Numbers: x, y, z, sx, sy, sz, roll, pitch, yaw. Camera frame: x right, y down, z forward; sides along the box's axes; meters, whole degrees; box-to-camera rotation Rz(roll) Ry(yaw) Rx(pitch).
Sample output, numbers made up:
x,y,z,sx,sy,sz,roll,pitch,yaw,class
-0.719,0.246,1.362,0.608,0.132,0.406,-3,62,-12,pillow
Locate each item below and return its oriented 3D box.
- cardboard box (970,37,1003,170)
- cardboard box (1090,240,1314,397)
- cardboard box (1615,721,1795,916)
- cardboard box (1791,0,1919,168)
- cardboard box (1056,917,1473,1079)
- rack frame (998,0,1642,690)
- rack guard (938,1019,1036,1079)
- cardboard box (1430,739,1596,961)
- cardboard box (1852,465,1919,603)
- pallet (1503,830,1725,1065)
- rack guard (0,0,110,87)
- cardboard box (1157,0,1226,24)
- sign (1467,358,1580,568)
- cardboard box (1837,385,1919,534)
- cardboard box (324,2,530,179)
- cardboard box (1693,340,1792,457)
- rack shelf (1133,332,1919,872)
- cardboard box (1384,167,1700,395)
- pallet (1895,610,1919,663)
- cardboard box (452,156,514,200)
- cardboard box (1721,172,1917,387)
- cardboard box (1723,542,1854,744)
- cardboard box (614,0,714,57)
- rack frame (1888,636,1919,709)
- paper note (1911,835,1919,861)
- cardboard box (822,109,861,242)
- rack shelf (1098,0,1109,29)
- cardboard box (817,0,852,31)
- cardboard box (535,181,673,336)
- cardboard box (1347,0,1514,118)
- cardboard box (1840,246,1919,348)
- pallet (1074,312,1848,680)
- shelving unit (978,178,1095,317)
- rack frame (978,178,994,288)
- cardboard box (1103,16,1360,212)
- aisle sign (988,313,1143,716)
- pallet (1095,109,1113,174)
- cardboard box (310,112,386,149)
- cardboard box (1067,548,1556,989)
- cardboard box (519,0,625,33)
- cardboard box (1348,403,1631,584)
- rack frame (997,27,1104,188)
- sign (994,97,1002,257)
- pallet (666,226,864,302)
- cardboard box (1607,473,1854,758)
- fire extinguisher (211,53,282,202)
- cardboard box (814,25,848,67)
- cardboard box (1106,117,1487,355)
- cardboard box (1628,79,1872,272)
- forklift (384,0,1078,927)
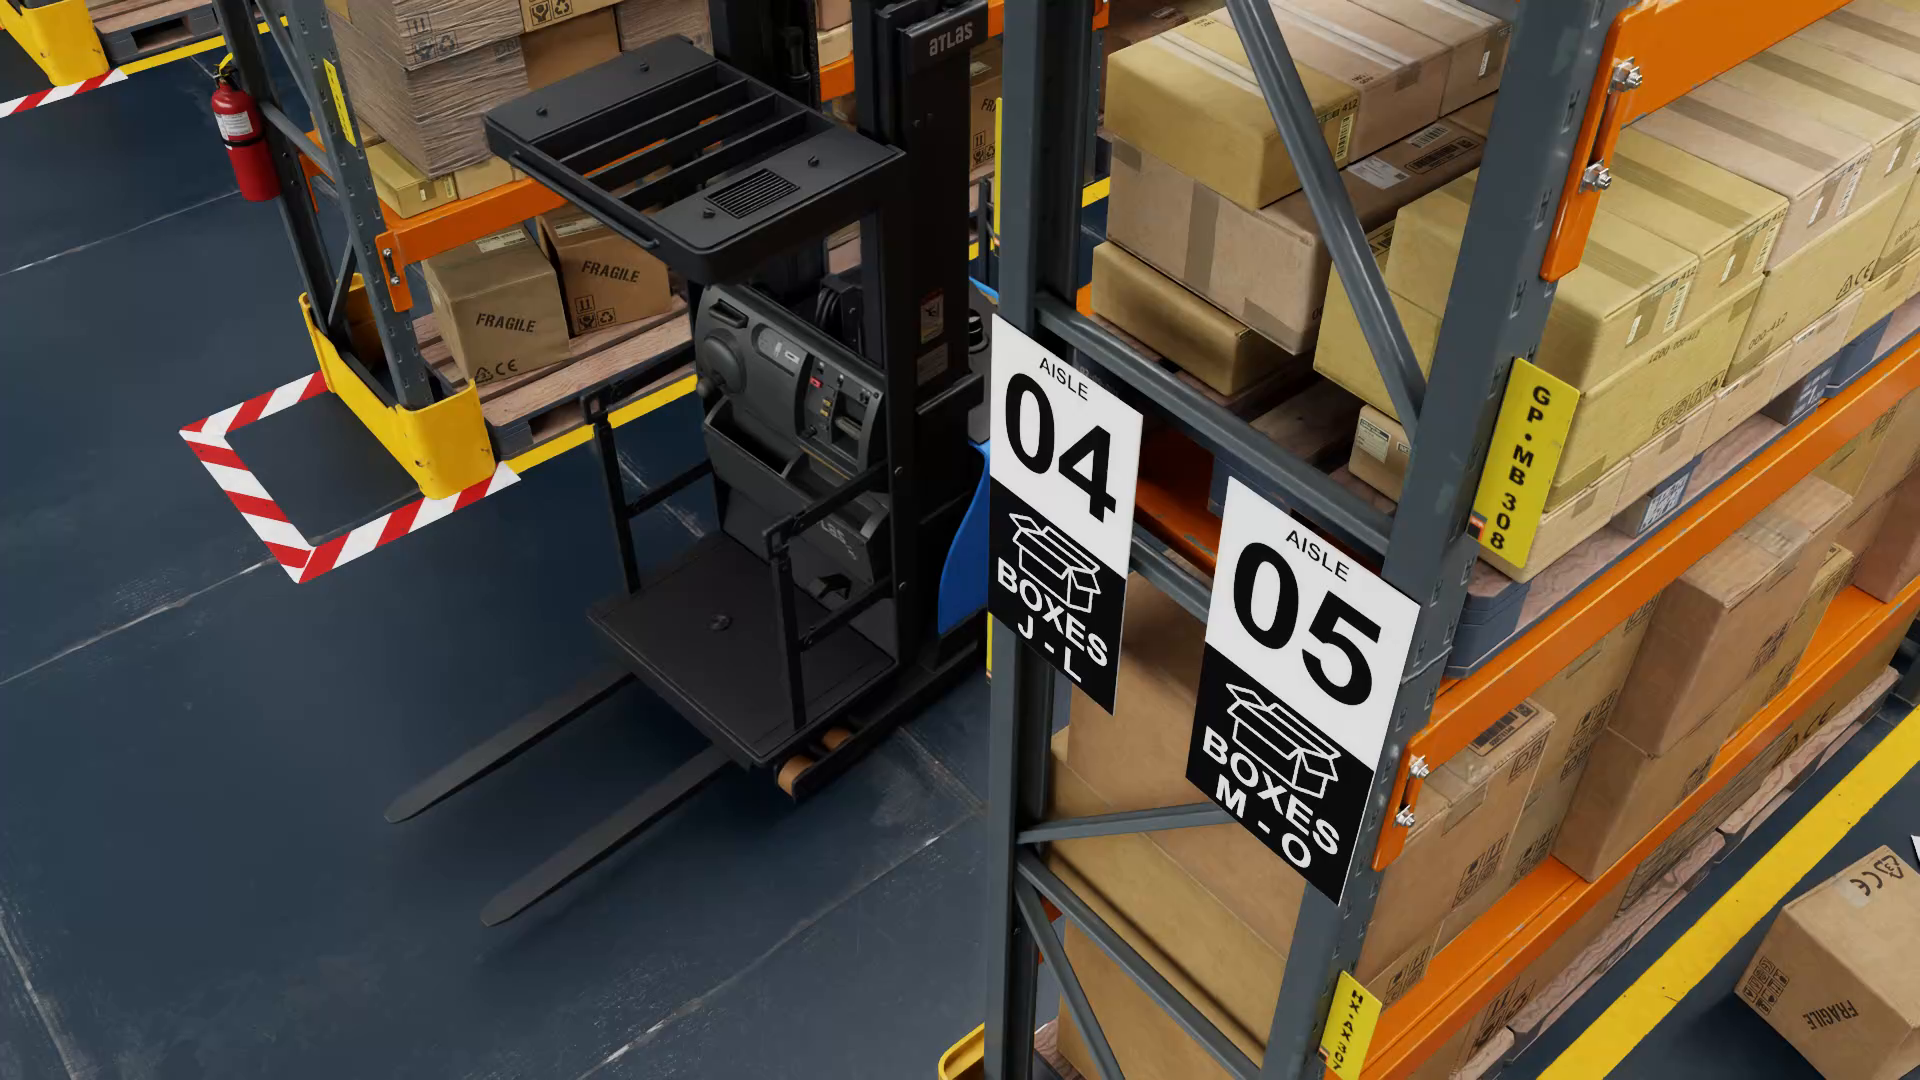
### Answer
x,y,z,sx,sy,sz,roll,pitch,yaw,class
0.066,-2.449,9.239,0.500,0.500,0.500,-31,52,-29,cardboard box
0.472,-0.471,3.227,0.250,0.149,0.380,-30,51,-28,cardboard box
2.287,0.546,5.776,0.875,0.875,0.875,-29,51,-28,cardboard box
1.675,-0.863,3.062,0.250,0.149,0.380,-31,51,-29,cardboard box
0.913,1.333,4.938,0.875,0.875,0.875,-29,51,-28,cardboard box
0.435,-1.143,1.947,0.127,3.000,1.000,-30,51,-28,rack frame
0.416,1.966,4.845,0.348,0.500,1.175,-30,51,-28,rack guard
1.098,0.550,4.418,0.550,0.550,0.875,-30,51,-28,cardboard box
2.820,-0.346,5.371,0.550,0.550,0.875,-30,51,-28,cardboard box
1.933,1.135,5.941,1.213,0.211,1.003,-30,51,-28,pallet
-5.820,-3.353,10.508,0.348,0.500,1.175,-30,51,-28,rack guard
1.261,-3.069,9.885,0.500,0.500,0.700,-30,51,-28,cardboard box
0.786,-0.103,2.334,0.005,0.325,0.100,-30,51,-28,sign
2.348,-0.549,4.799,0.550,0.550,0.875,-30,51,-28,cardboard box
-2.230,-1.977,6.927,0.500,0.500,0.875,-30,51,-28,cardboard box
1.291,-0.351,3.099,0.250,0.149,0.380,-30,51,-28,cardboard box
1.969,-0.665,4.155,4.000,0.370,1.077,-30,51,-28,rack shelf
0.895,-0.417,2.587,0.250,0.149,0.380,-29,50,-27,cardboard box
4.047,-0.075,7.229,1.213,0.211,1.003,-30,51,-28,pallet
-2.094,-1.613,7.013,0.250,0.149,0.380,-30,51,-28,cardboard box
1.358,-0.593,3.066,0.500,0.250,0.500,-30,51,-28,cardboard box
1.988,0.115,4.880,0.500,0.550,0.875,-30,51,-28,cardboard box
-1.513,-2.456,7.438,0.500,0.500,0.875,-30,51,-28,cardboard box
3.503,-0.713,5.871,0.127,3.000,1.000,-30,51,-28,rack frame
3.568,1.140,6.067,0.147,0.020,0.142,7,44,7,paper note
-0.795,-1.879,8.633,0.500,0.500,0.500,34,53,31,cardboard box
1.932,-3.978,9.874,4.000,0.370,1.077,-30,51,-28,rack shelf
-0.712,-2.868,7.876,0.500,0.500,0.875,-30,51,-28,cardboard box
-1.744,-1.393,8.115,0.500,0.500,0.500,-17,46,-18,cardboard box
0.865,-0.985,3.192,0.250,0.149,0.380,-29,50,-27,cardboard box
1.678,-0.573,3.335,0.250,0.149,0.380,-30,51,-28,cardboard box
0.997,-0.348,3.357,1.213,0.211,1.003,-30,51,-28,pallet
0.627,-1.029,7.304,0.587,1.500,1.083,34,53,31,shelving unit
0.262,-0.778,7.036,0.500,1.500,0.032,34,53,31,rack frame
0.475,-0.764,2.956,0.250,0.149,0.380,-29,51,-28,cardboard box
0.188,-0.030,3.245,0.004,0.787,0.394,-30,51,-28,aisle sign
0.994,-2.688,10.012,1.213,0.211,1.003,-30,51,-28,pallet
-2.584,-1.747,7.156,0.250,0.149,0.380,-30,51,-28,cardboard box
0.744,0.453,3.732,0.550,0.550,0.875,-30,51,-28,cardboard box
-1.685,-2.429,6.678,0.500,0.500,0.500,-30,51,-28,cardboard box
0.904,-0.129,2.863,0.250,0.149,0.380,-29,51,-28,cardboard box
0.398,-3.362,8.692,0.127,3.000,1.000,-30,51,-28,rack frame
0.097,-0.634,3.008,0.005,0.325,0.100,-30,51,-28,sign
-1.031,-1.493,8.739,1.213,0.211,1.003,-30,51,-28,pallet
1.624,-0.011,4.226,0.550,0.550,0.875,-30,51,-28,cardboard box
-3.053,-1.768,7.052,0.183,0.674,0.296,-30,51,-28,fire extinguisher
-0.738,-2.370,7.820,0.250,0.149,0.380,-30,51,-28,cardboard box
0.631,-0.654,3.131,0.500,0.250,0.500,-29,50,-27,cardboard box
1.284,-0.639,2.824,0.250,0.149,0.380,-30,51,-28,cardboard box
-0.756,-0.500,5.695,1.130,2.935,3.031,34,53,31,forklift
